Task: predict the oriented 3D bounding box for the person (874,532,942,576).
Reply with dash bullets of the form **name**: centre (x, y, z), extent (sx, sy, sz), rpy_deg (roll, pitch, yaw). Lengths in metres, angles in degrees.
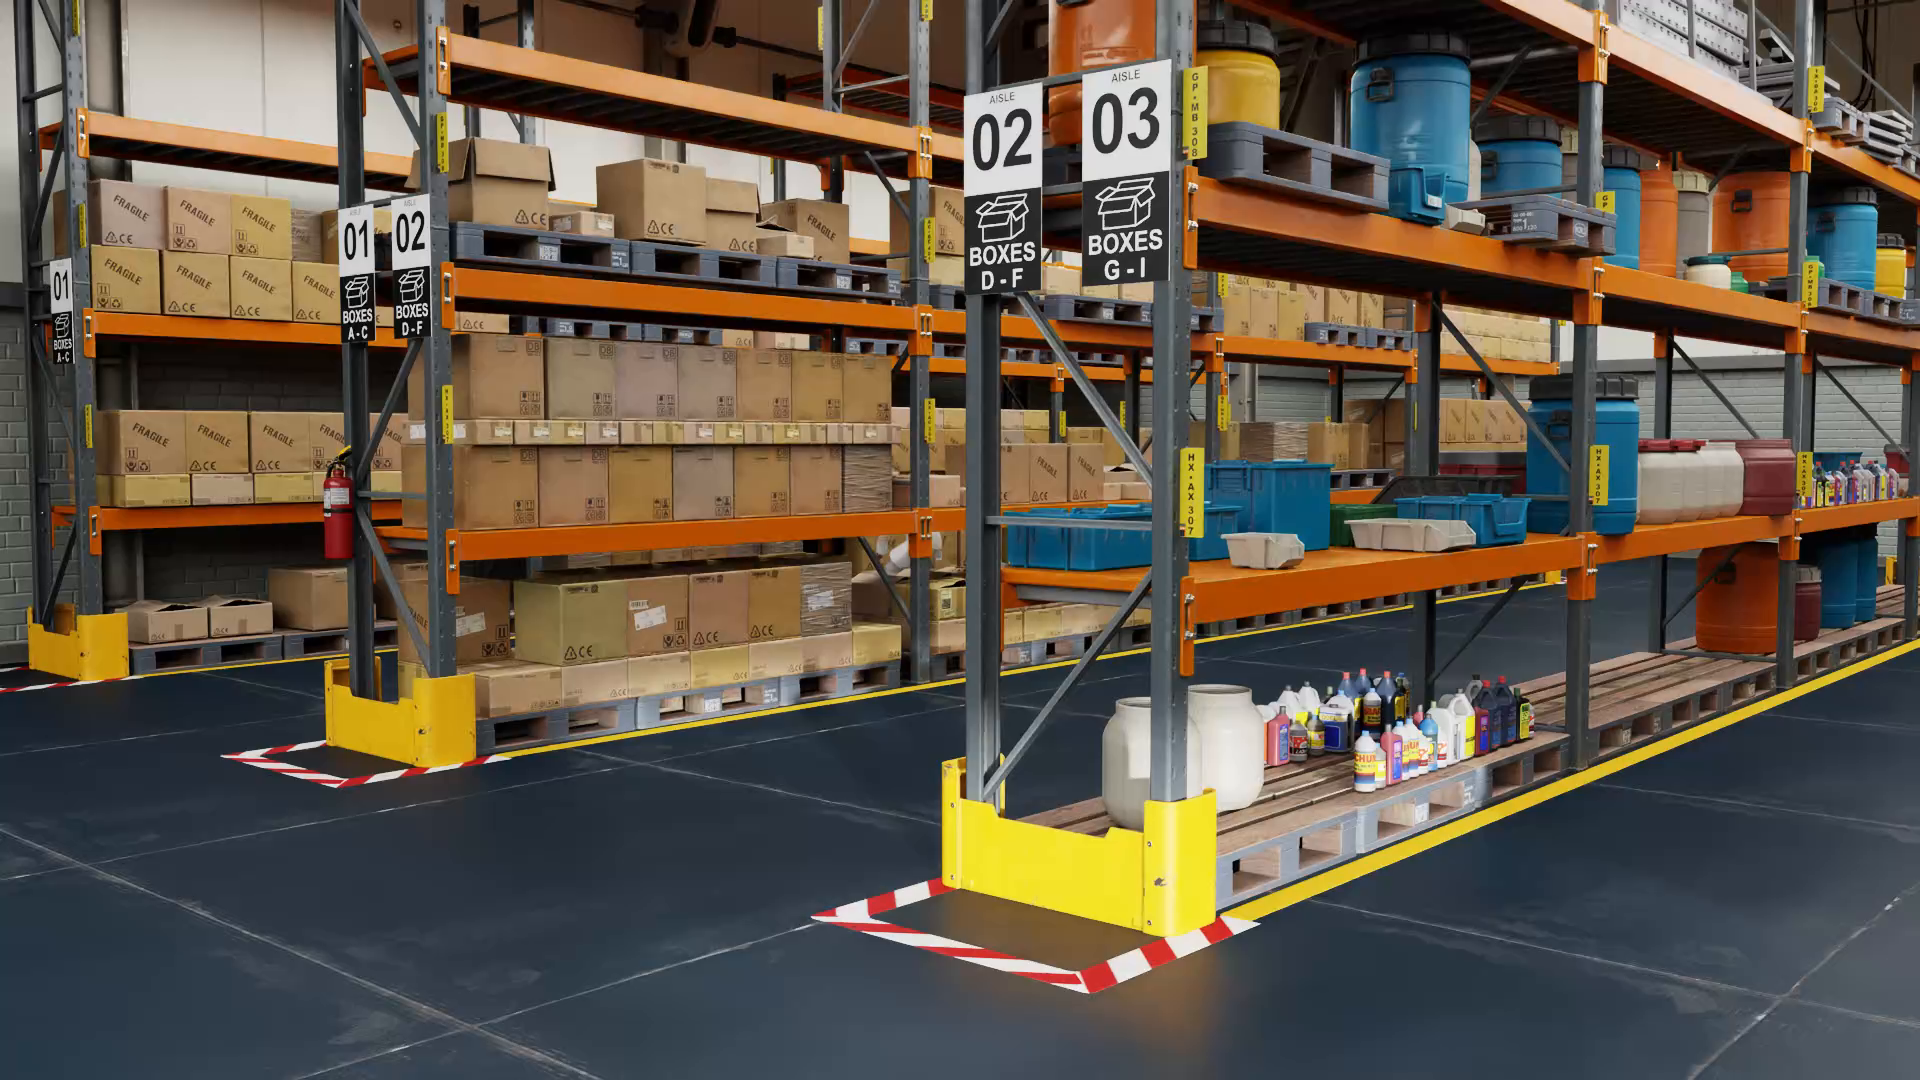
- **person**: centre (-0.536, 0.078, 17.140), extent (0.700, 1.454, 0.631), rpy_deg (3, 5, 41)
